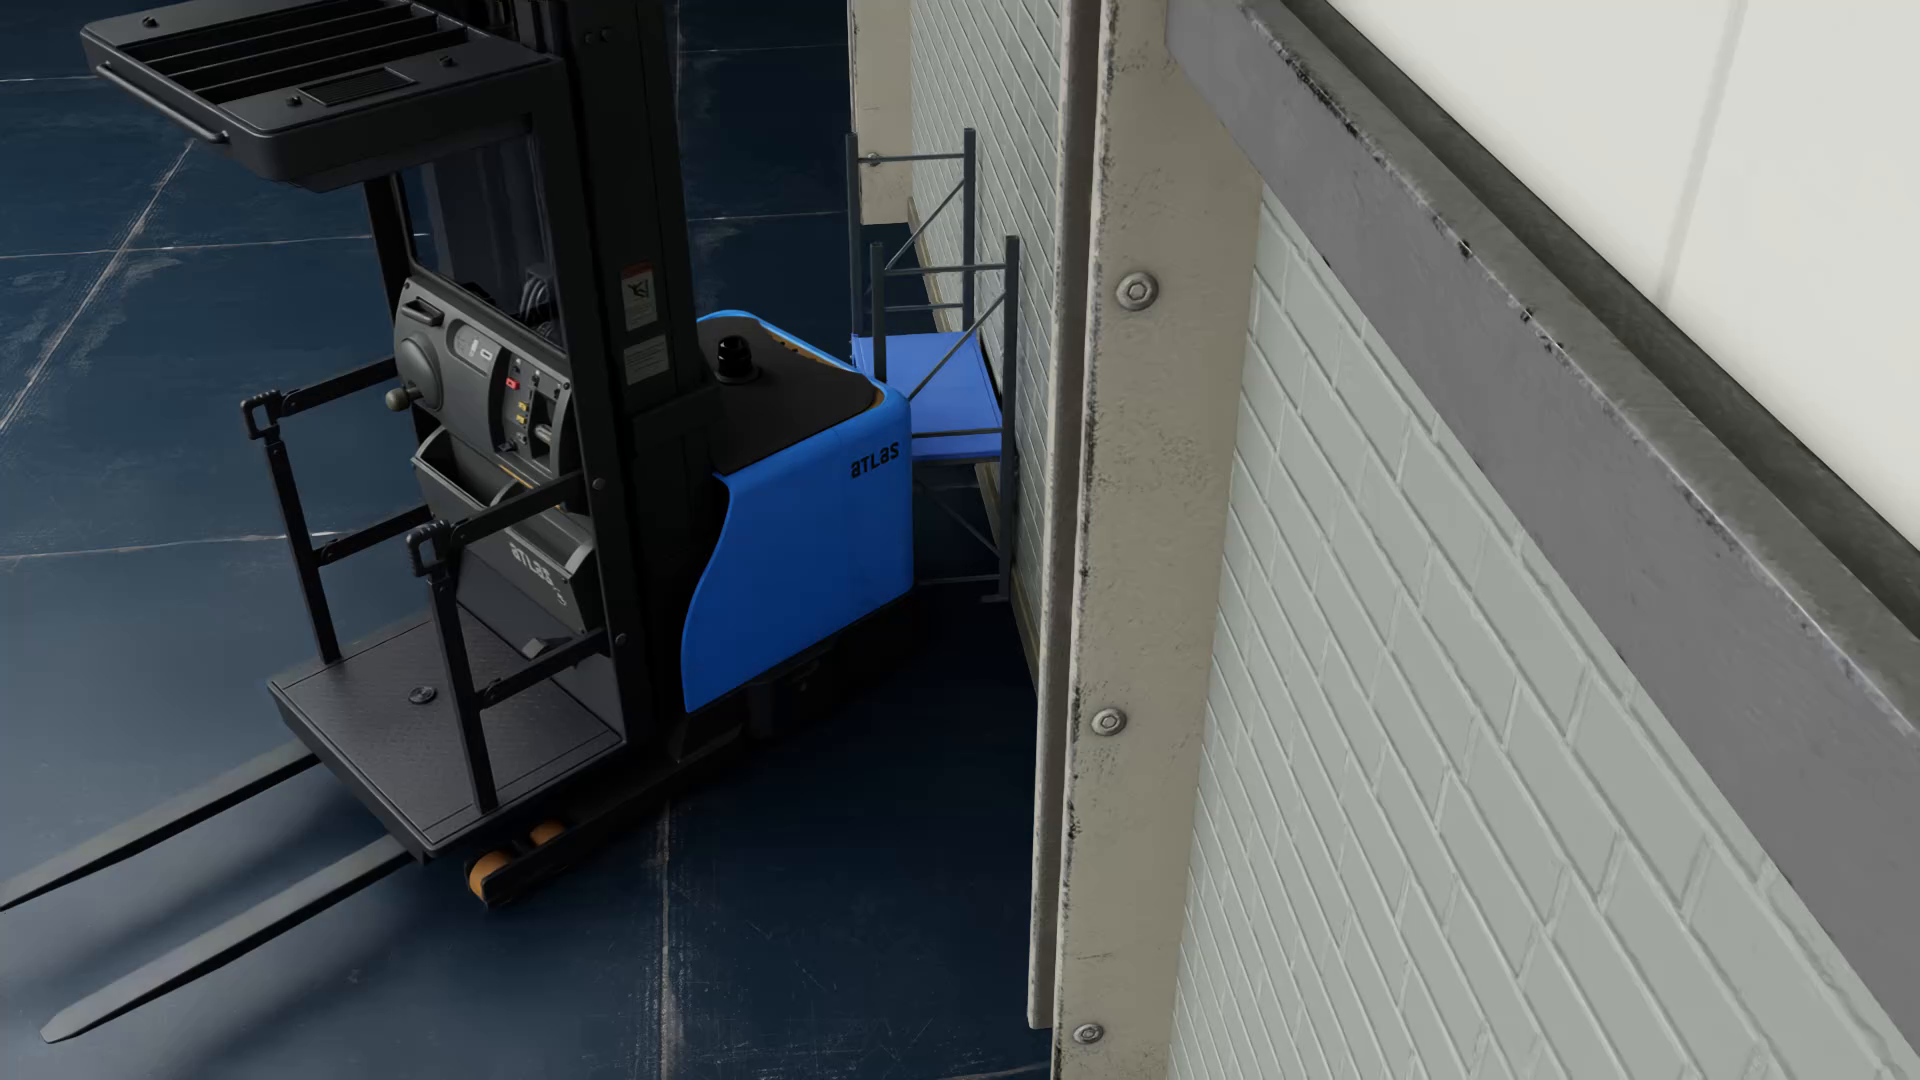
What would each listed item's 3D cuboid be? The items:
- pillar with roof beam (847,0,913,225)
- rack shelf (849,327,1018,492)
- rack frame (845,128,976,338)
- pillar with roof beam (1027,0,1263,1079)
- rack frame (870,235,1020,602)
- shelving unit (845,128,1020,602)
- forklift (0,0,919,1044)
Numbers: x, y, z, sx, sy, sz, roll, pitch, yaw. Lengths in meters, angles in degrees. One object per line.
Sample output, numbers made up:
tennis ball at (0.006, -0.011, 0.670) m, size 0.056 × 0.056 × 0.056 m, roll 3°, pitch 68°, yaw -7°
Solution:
pillar with roof beam at (-4.701, -5.287, 6.517) m, size 9.100 × 9.000 × 0.400 m, roll -4°, pitch 35°, yaw -6°
rack shelf at (-0.123, -0.514, 6.490) m, size 0.538 × 0.185 × 1.000 m, roll -4°, pitch 35°, yaw -7°
rack frame at (-0.192, -0.946, 6.805) m, size 0.500 × 1.500 × 0.032 m, roll -4°, pitch 35°, yaw -7°
pillar with roof beam at (-3.894, -1.939, 1.604) m, size 9.100 × 9.000 × 0.400 m, roll -4°, pitch 35°, yaw -6°
rack frame at (-0.053, -0.379, 5.973) m, size 0.500 × 1.500 × 0.032 m, roll -4°, pitch 35°, yaw -7°
shelving unit at (-0.122, -0.663, 6.389) m, size 0.538 × 1.500 × 1.048 m, roll -4°, pitch 35°, yaw -7°
forklift at (-1.558, -0.422, 4.766) m, size 3.031 × 2.935 × 1.130 m, roll -29°, pitch 43°, yaw -35°
